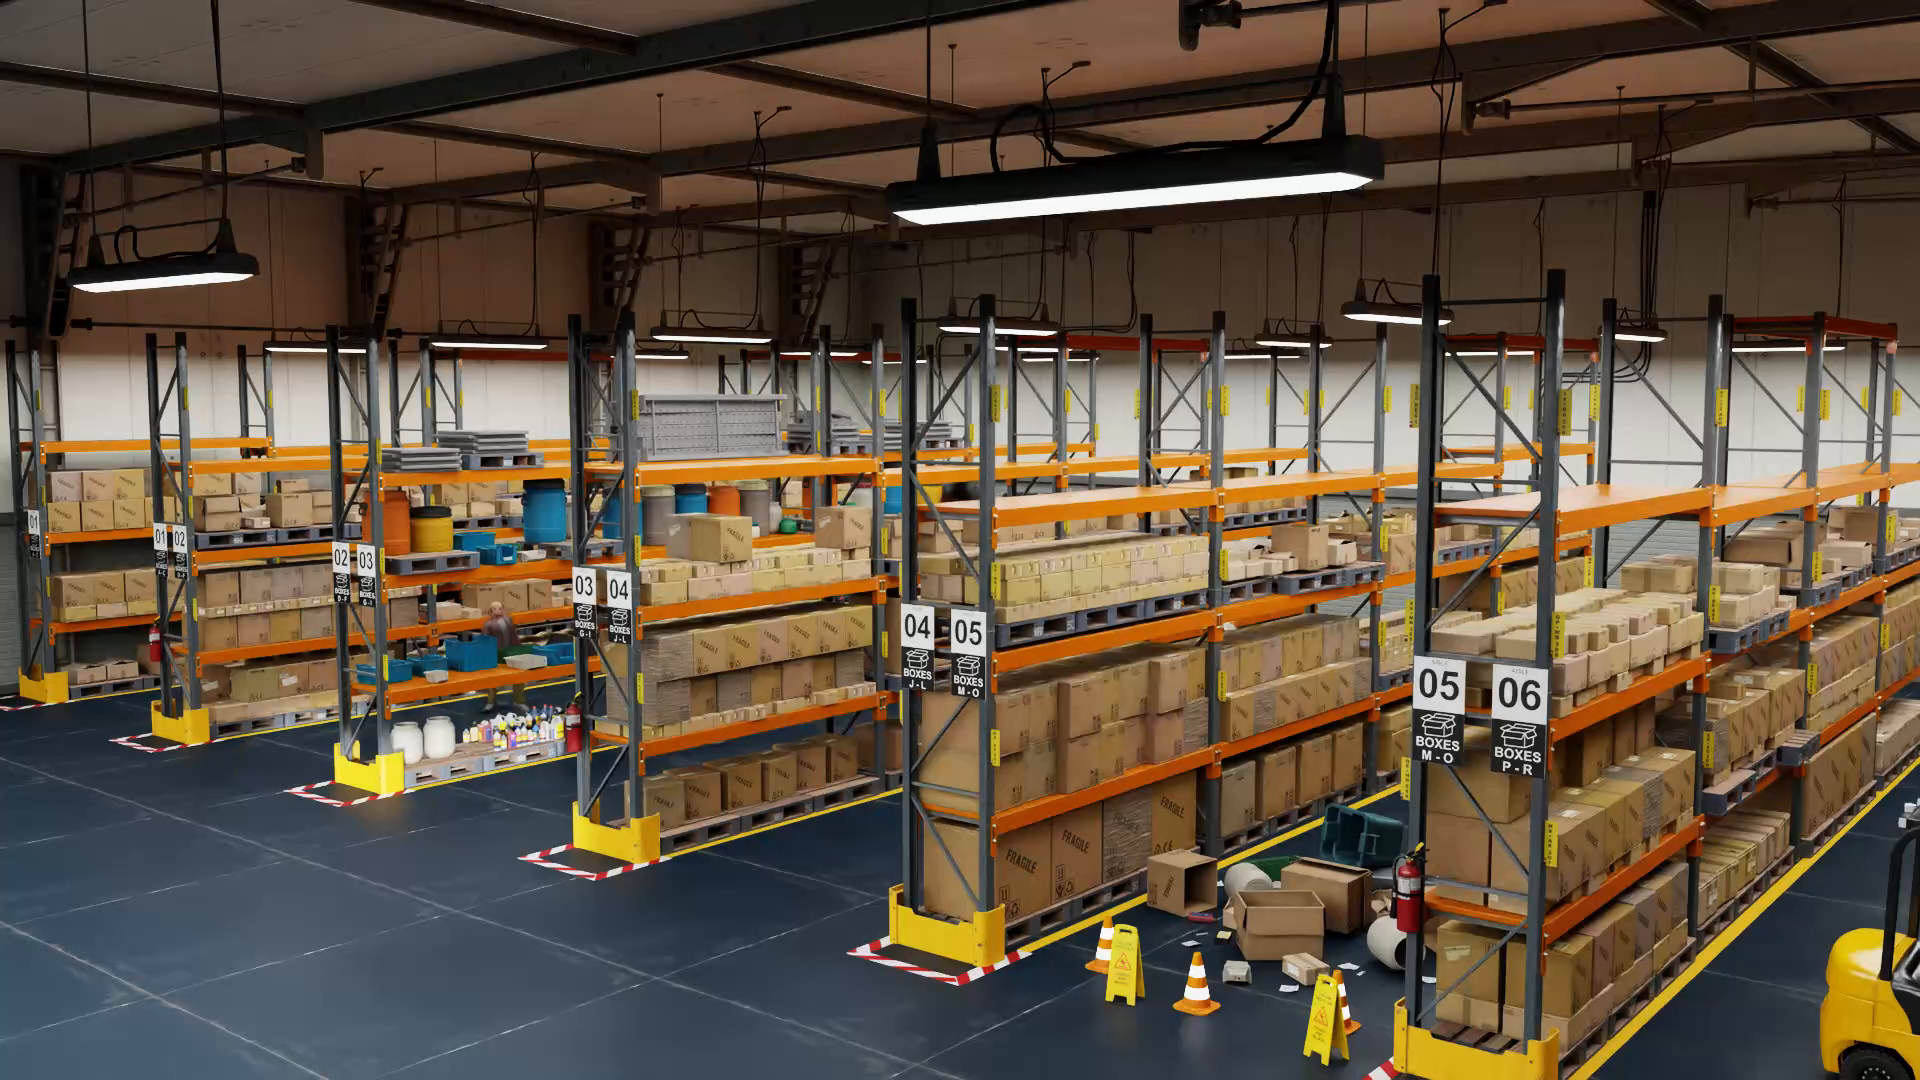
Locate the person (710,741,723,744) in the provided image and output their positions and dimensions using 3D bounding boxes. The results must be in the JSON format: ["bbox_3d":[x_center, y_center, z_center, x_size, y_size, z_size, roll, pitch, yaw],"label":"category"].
[{"bbox_3d":[-3.619,2.142,24.141,0.454,1.659,0.500,-1,5,-13],"label":"person"}]

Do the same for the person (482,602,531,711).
[{"bbox_3d":[-7.353,1.890,26.808,0.691,1.822,0.548,-4,6,-36],"label":"person"}]

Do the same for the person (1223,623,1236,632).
[{"bbox_3d":[3.735,2.033,23.633,0.557,1.715,1.055,4,6,36],"label":"person"}]
